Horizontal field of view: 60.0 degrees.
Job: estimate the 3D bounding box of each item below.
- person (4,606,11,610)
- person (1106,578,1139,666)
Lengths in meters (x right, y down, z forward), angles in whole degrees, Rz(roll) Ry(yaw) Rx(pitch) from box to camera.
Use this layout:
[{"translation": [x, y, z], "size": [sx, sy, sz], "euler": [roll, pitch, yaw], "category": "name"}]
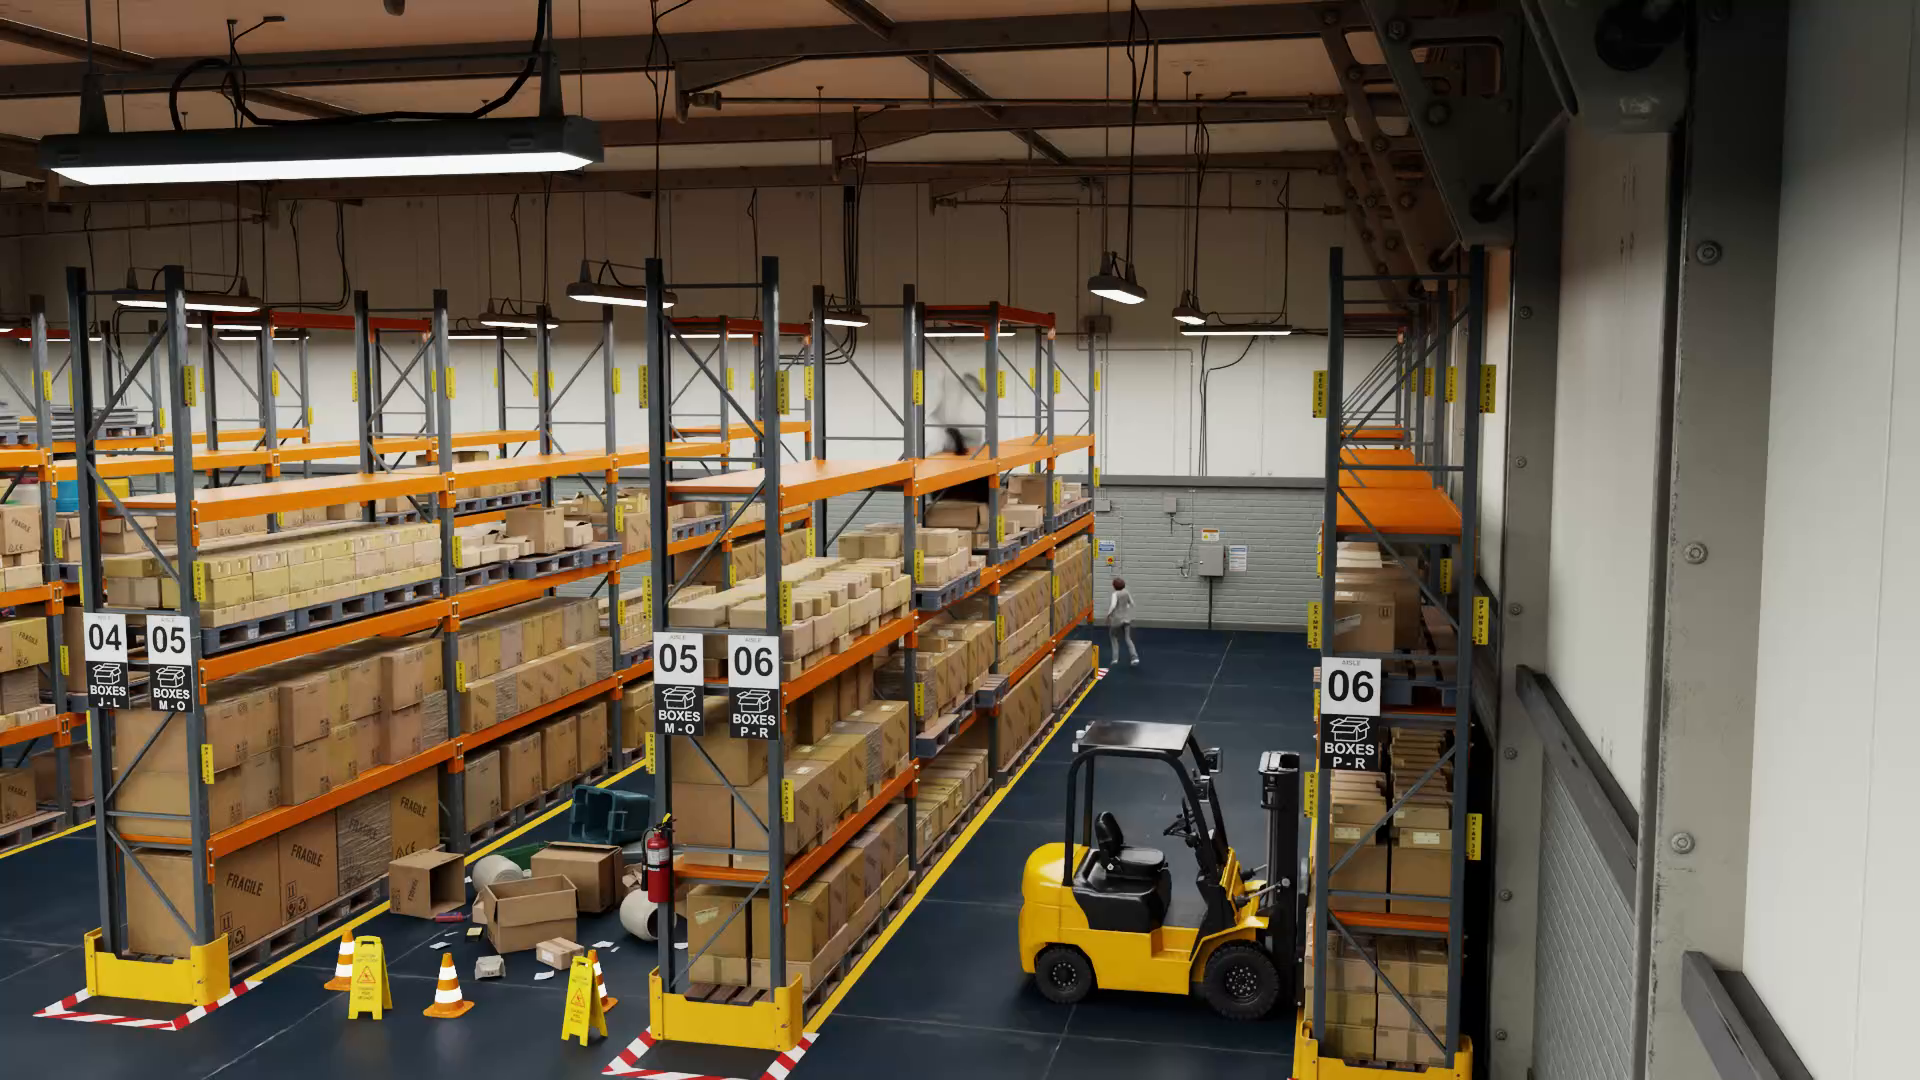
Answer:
[{"translation": [-16.232, 1.471, 28.611], "size": [0.550, 1.615, 0.593], "euler": [0, 6, 0], "category": "person"}, {"translation": [2.761, 1.443, 28.976], "size": [0.601, 1.594, 0.778], "euler": [-3, 7, -28], "category": "person"}]
